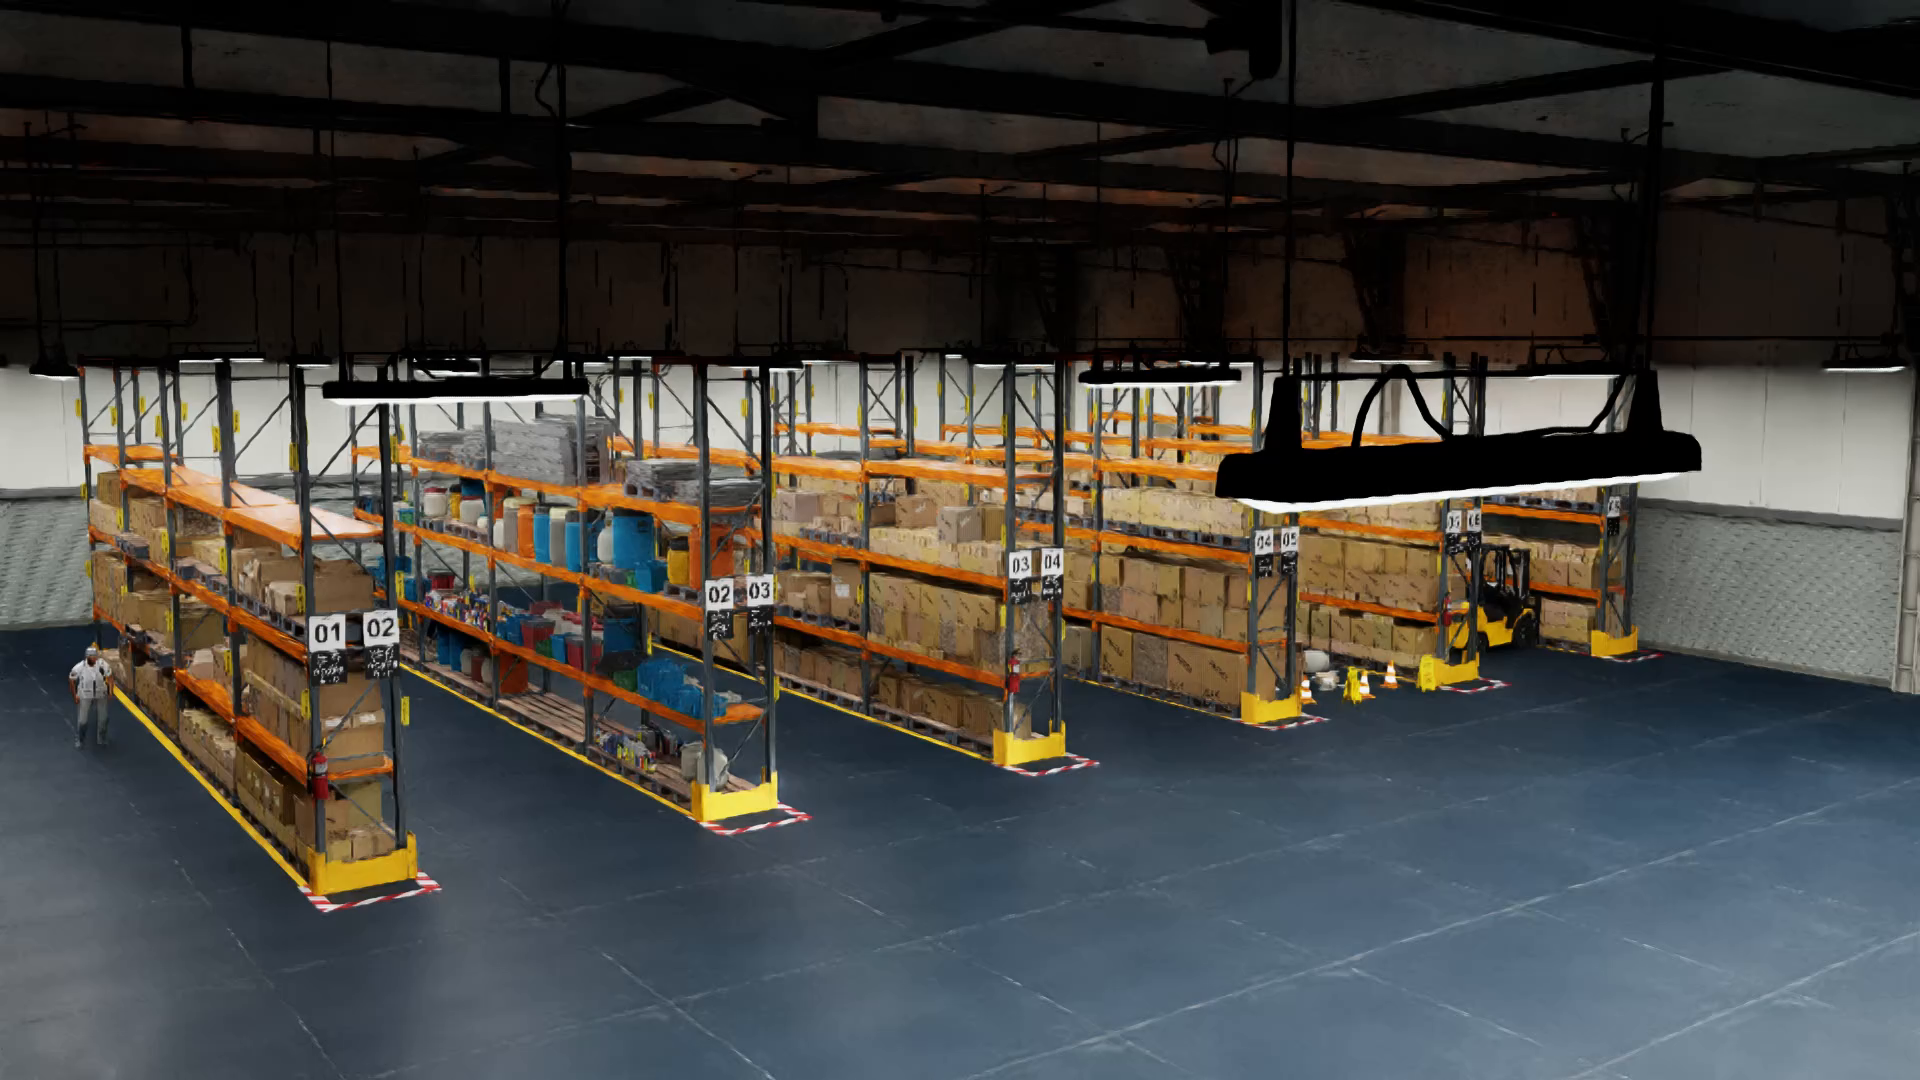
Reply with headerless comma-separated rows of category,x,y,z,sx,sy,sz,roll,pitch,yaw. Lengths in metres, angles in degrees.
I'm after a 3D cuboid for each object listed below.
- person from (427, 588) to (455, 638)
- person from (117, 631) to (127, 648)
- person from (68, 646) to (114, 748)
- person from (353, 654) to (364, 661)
person,-10.697,1.371,34.424,0.821,1.582,0.591,5,9,38
person,-16.609,1.410,33.295,0.470,1.772,0.663,0,7,-3
person,-13.433,2.425,25.750,0.625,1.611,0.574,-5,9,-37
person,-9.034,2.526,25.031,0.476,1.641,0.349,4,8,27
